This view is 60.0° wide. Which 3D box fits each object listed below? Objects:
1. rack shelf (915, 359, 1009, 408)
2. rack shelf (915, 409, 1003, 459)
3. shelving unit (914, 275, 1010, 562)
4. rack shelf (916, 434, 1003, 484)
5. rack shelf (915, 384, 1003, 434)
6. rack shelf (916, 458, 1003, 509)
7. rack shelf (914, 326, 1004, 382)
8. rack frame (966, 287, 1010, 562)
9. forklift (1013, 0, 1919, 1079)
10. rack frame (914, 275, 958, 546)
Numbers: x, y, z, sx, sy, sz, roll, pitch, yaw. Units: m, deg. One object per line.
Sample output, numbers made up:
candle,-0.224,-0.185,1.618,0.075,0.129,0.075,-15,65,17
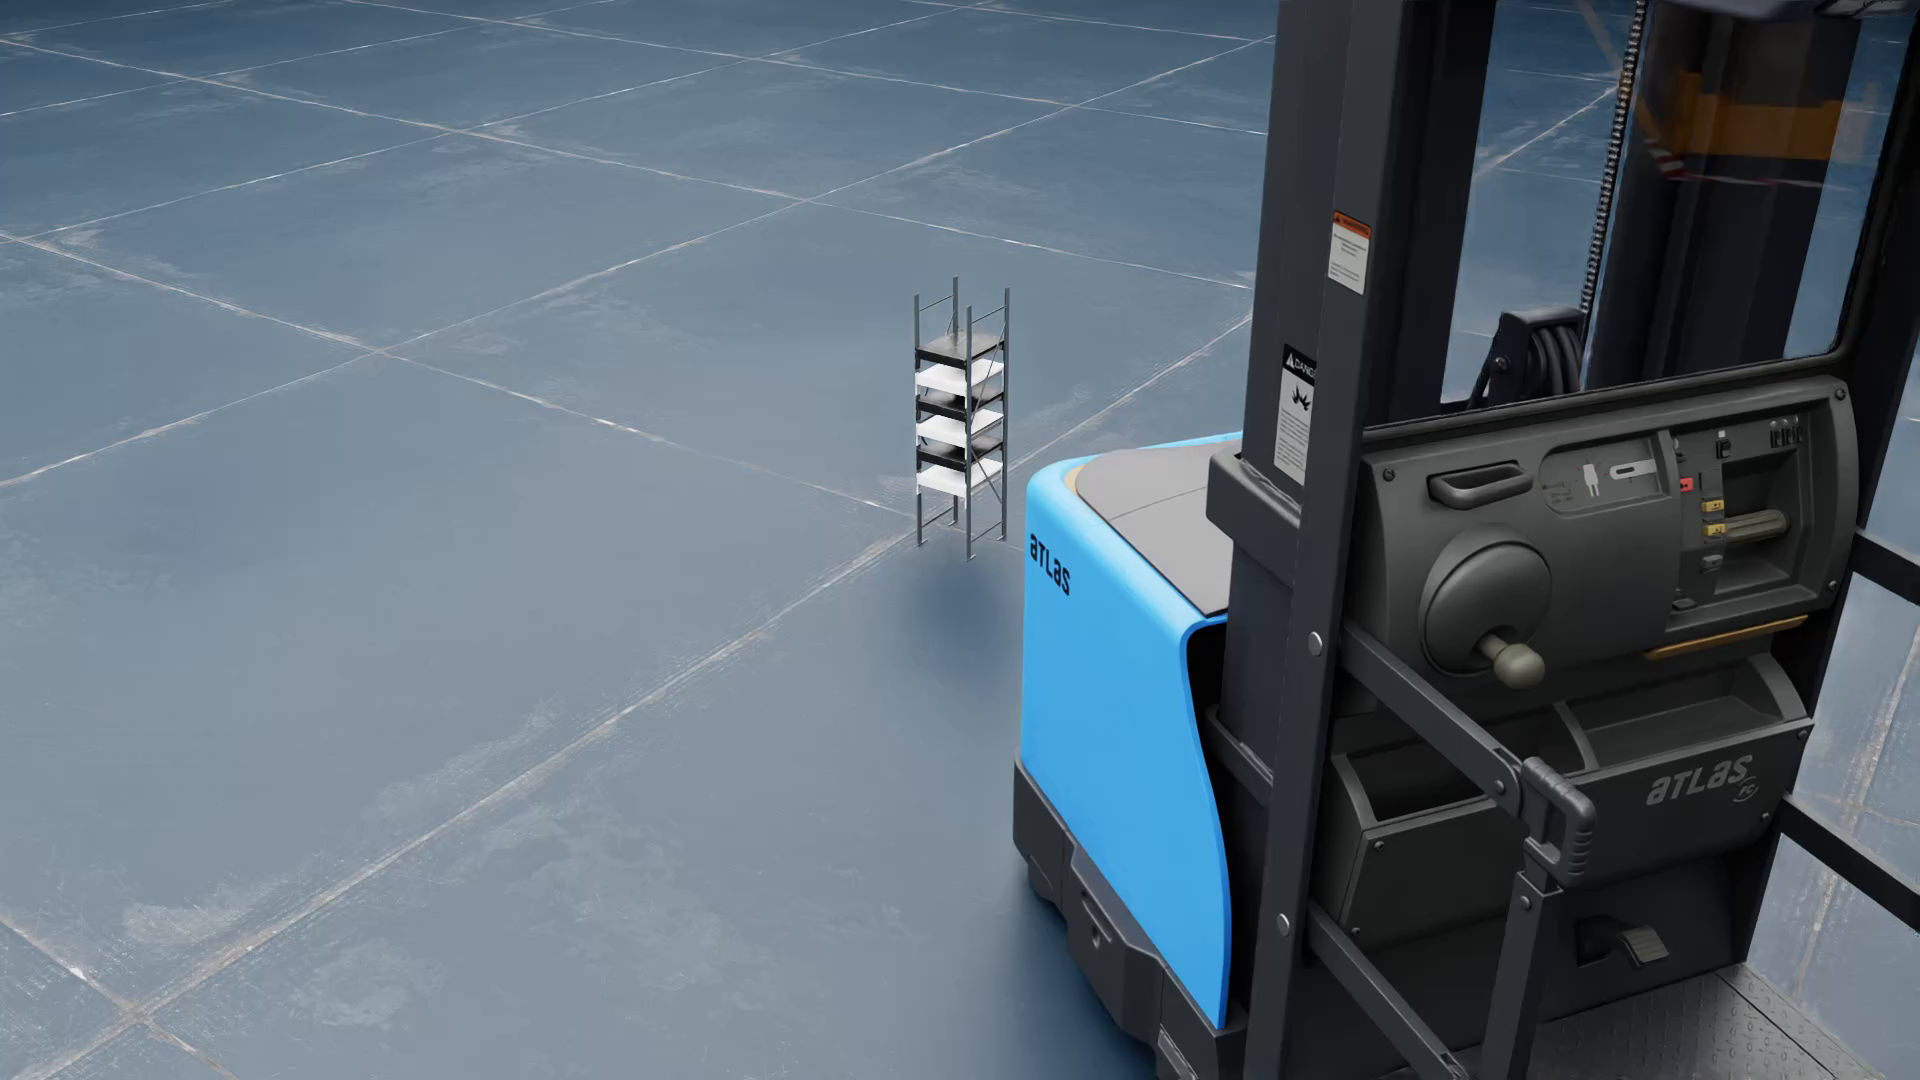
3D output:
rack shelf,0.007,-0.530,5.475,0.200,0.077,0.258,17,32,30
rack shelf,0.007,-0.369,5.557,0.200,0.077,0.258,17,32,30
shelving unit,0.007,-0.399,5.542,0.210,0.900,0.258,17,32,30
rack shelf,0.007,-0.289,5.598,0.200,0.077,0.258,17,32,30
rack shelf,0.007,-0.449,5.516,0.200,0.077,0.258,17,32,30
rack shelf,0.007,-0.209,5.639,0.200,0.077,0.258,17,32,30
rack shelf,0.007,-0.610,5.434,0.200,0.077,0.258,17,32,30
rack frame,0.090,-0.373,5.490,0.006,0.900,0.240,17,32,30
forklift,1.136,0.025,2.469,1.130,2.935,3.031,-10,29,-19
rack frame,-0.077,-0.425,5.593,0.006,0.900,0.240,17,32,30
